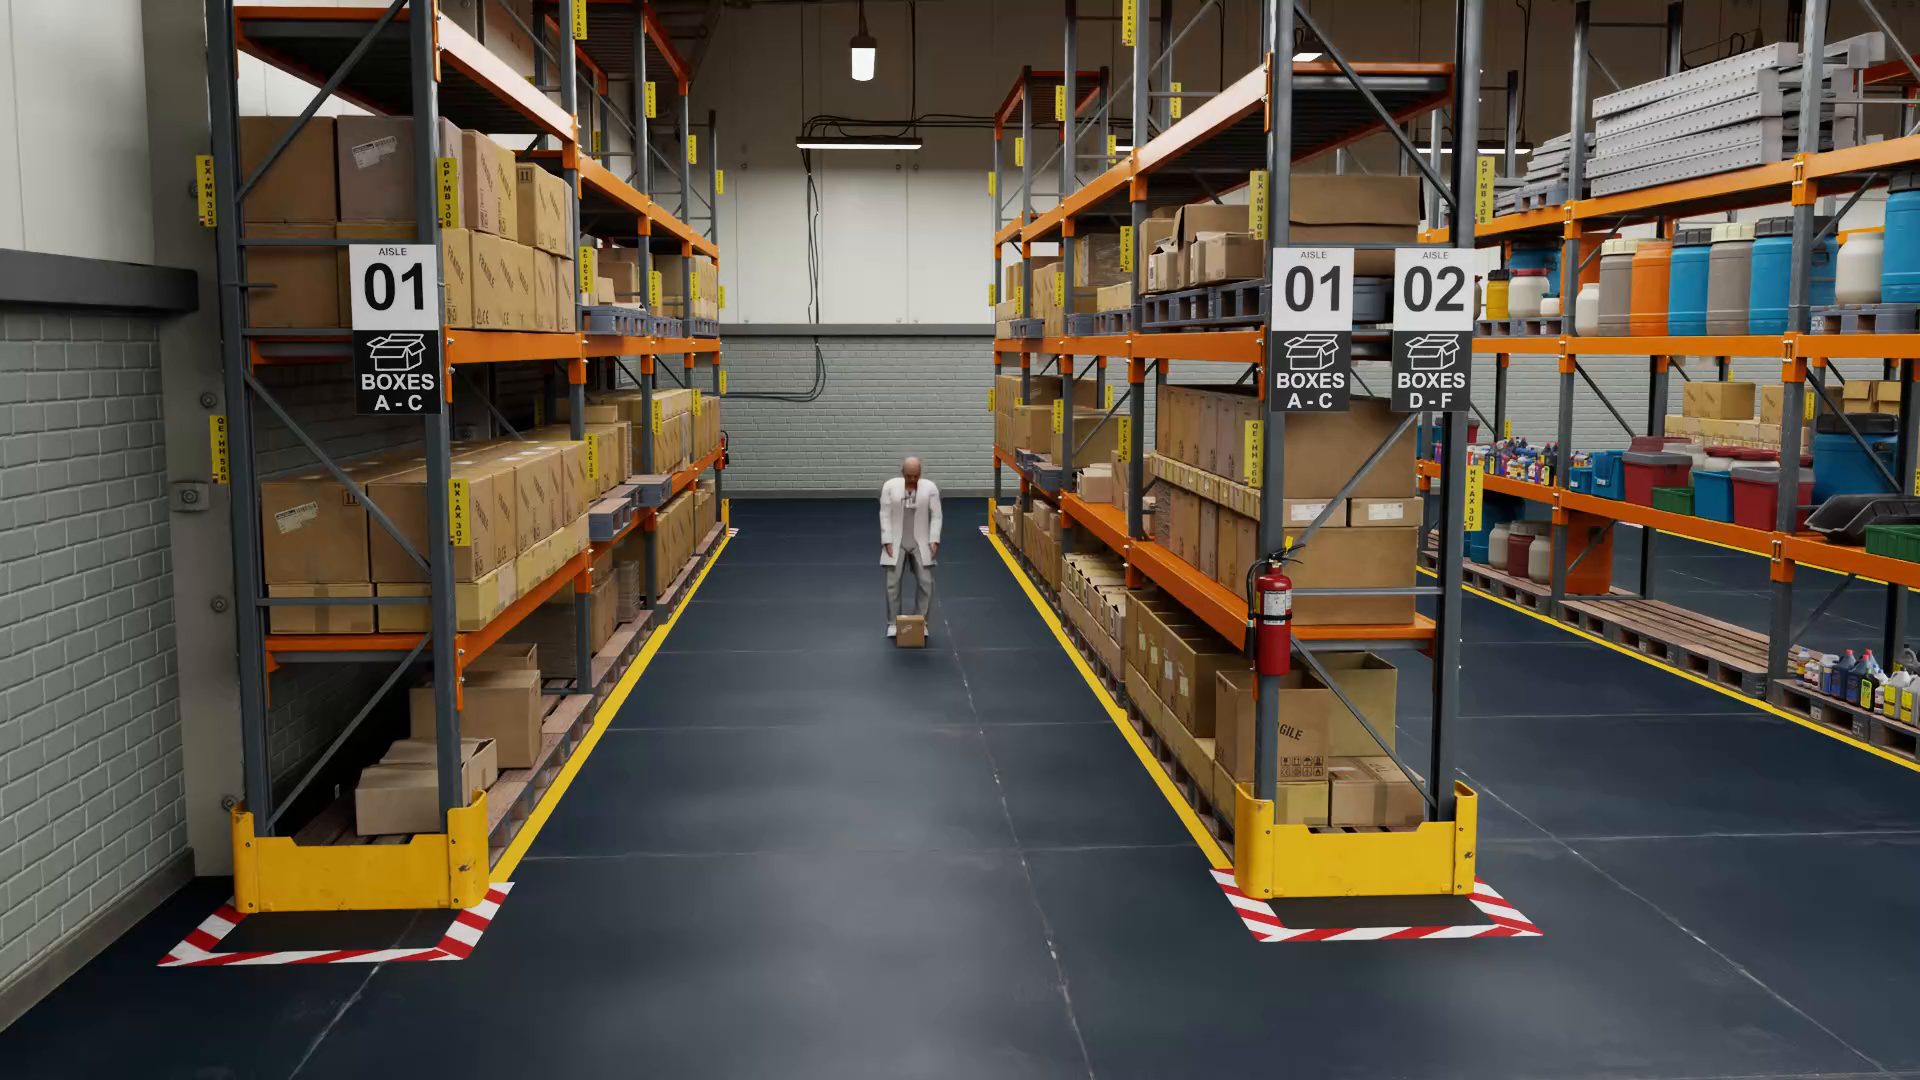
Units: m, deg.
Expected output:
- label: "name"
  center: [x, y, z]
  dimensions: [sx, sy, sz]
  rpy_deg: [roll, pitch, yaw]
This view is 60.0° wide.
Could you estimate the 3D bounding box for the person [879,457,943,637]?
- label: "person"
  center: [-0.462, 0.059, 15.673]
  dimensions: [0.599, 1.703, 0.459]
  rpy_deg: [0, 7, -2]
